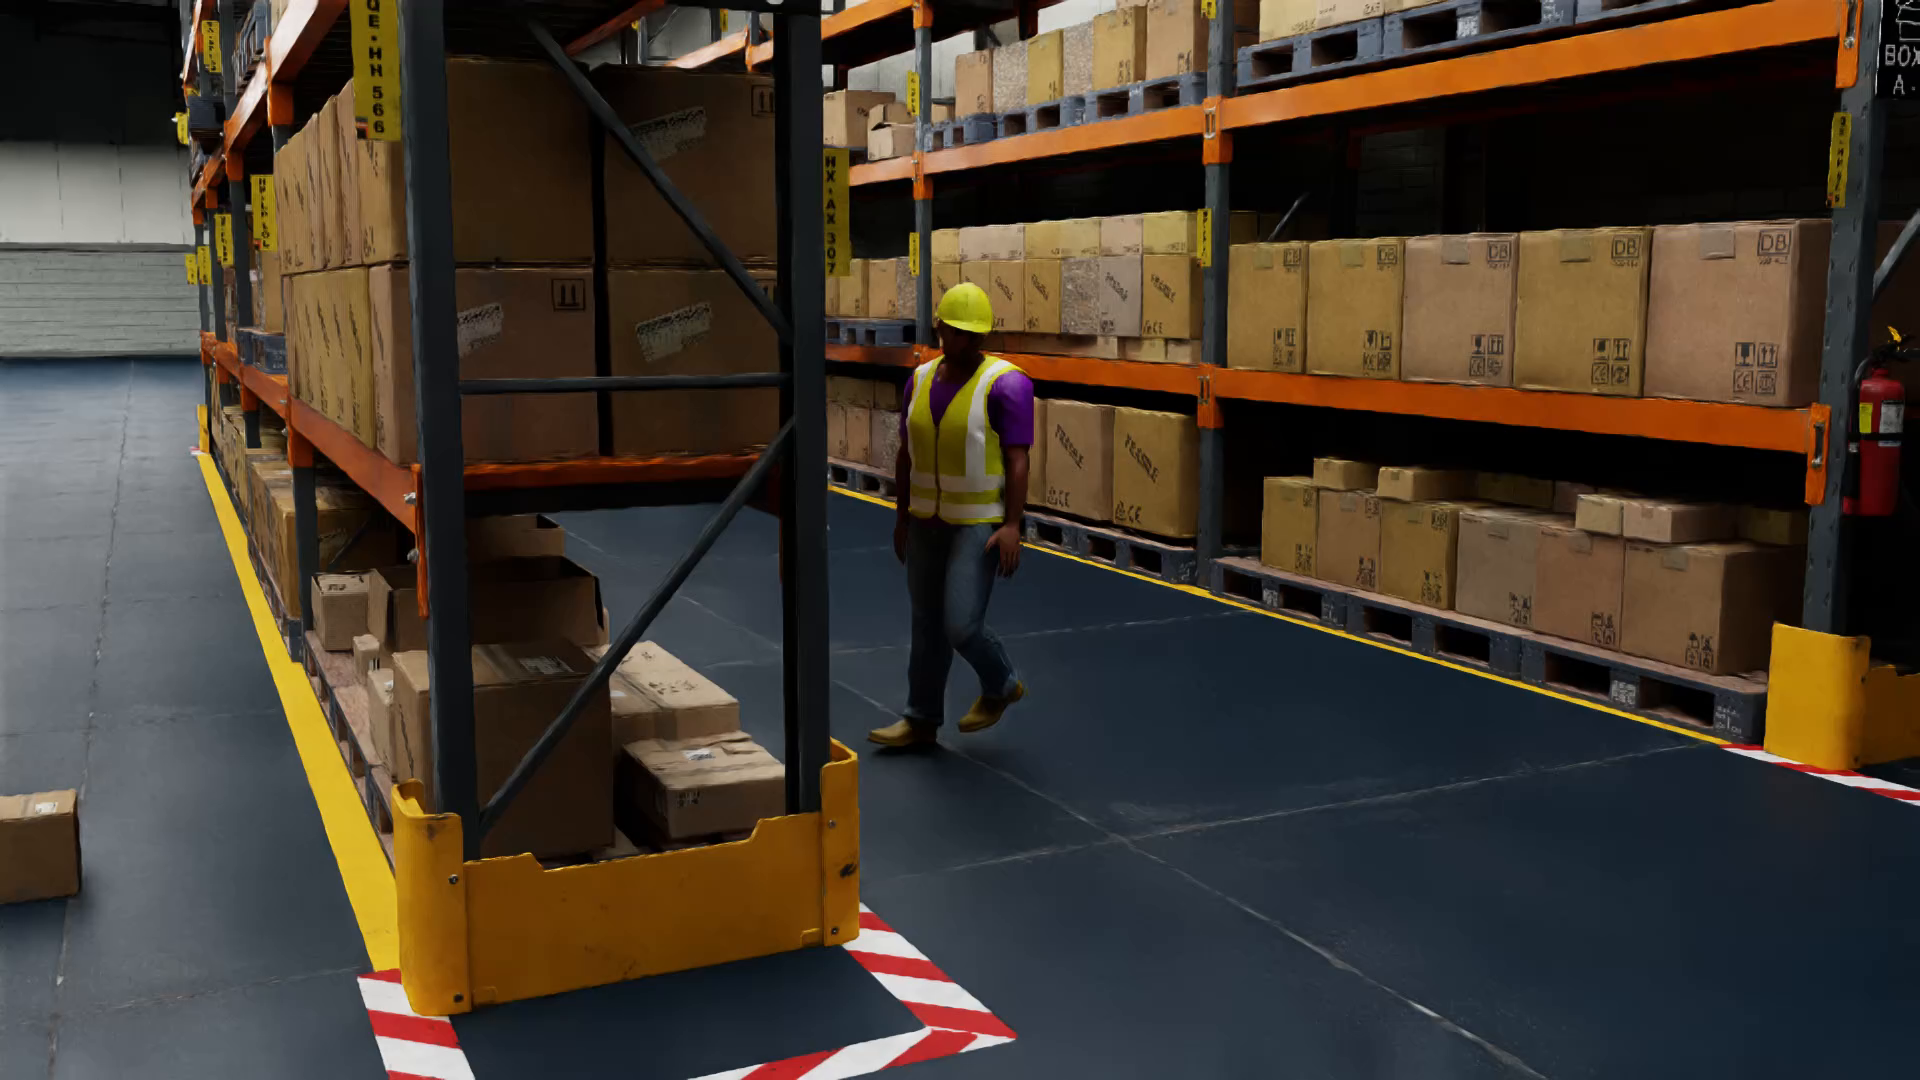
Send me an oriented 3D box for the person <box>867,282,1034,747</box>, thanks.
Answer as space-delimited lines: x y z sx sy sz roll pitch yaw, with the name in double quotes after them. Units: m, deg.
0.018 -0.072 6.193 0.635 1.758 0.494 6 11 37 "person"
